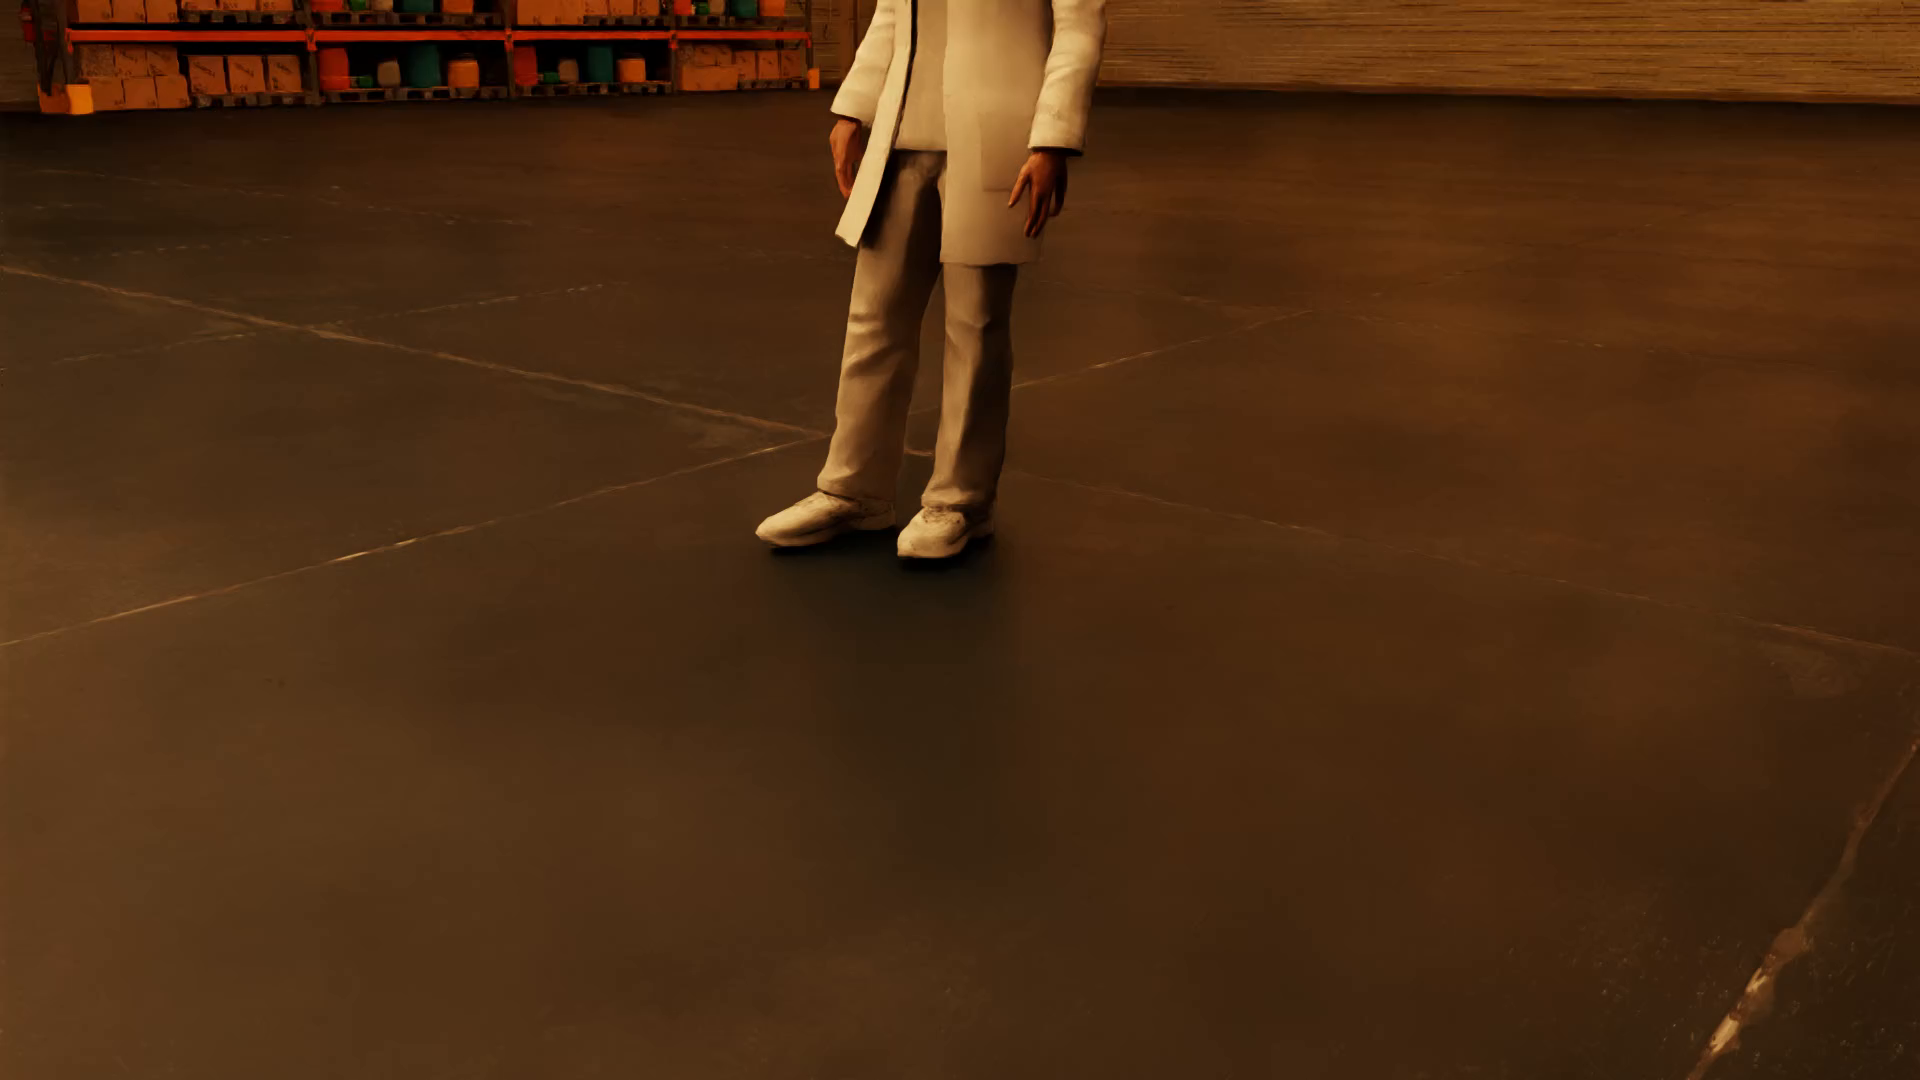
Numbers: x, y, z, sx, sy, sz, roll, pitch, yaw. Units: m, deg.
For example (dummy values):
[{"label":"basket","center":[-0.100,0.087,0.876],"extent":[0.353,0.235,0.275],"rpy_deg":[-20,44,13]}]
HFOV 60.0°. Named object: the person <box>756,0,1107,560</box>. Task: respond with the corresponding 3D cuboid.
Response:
[{"label":"person","center":[-0.062,-0.838,3.617],"extent":[0.694,1.776,0.579],"rpy_deg":[13,21,37]}]
